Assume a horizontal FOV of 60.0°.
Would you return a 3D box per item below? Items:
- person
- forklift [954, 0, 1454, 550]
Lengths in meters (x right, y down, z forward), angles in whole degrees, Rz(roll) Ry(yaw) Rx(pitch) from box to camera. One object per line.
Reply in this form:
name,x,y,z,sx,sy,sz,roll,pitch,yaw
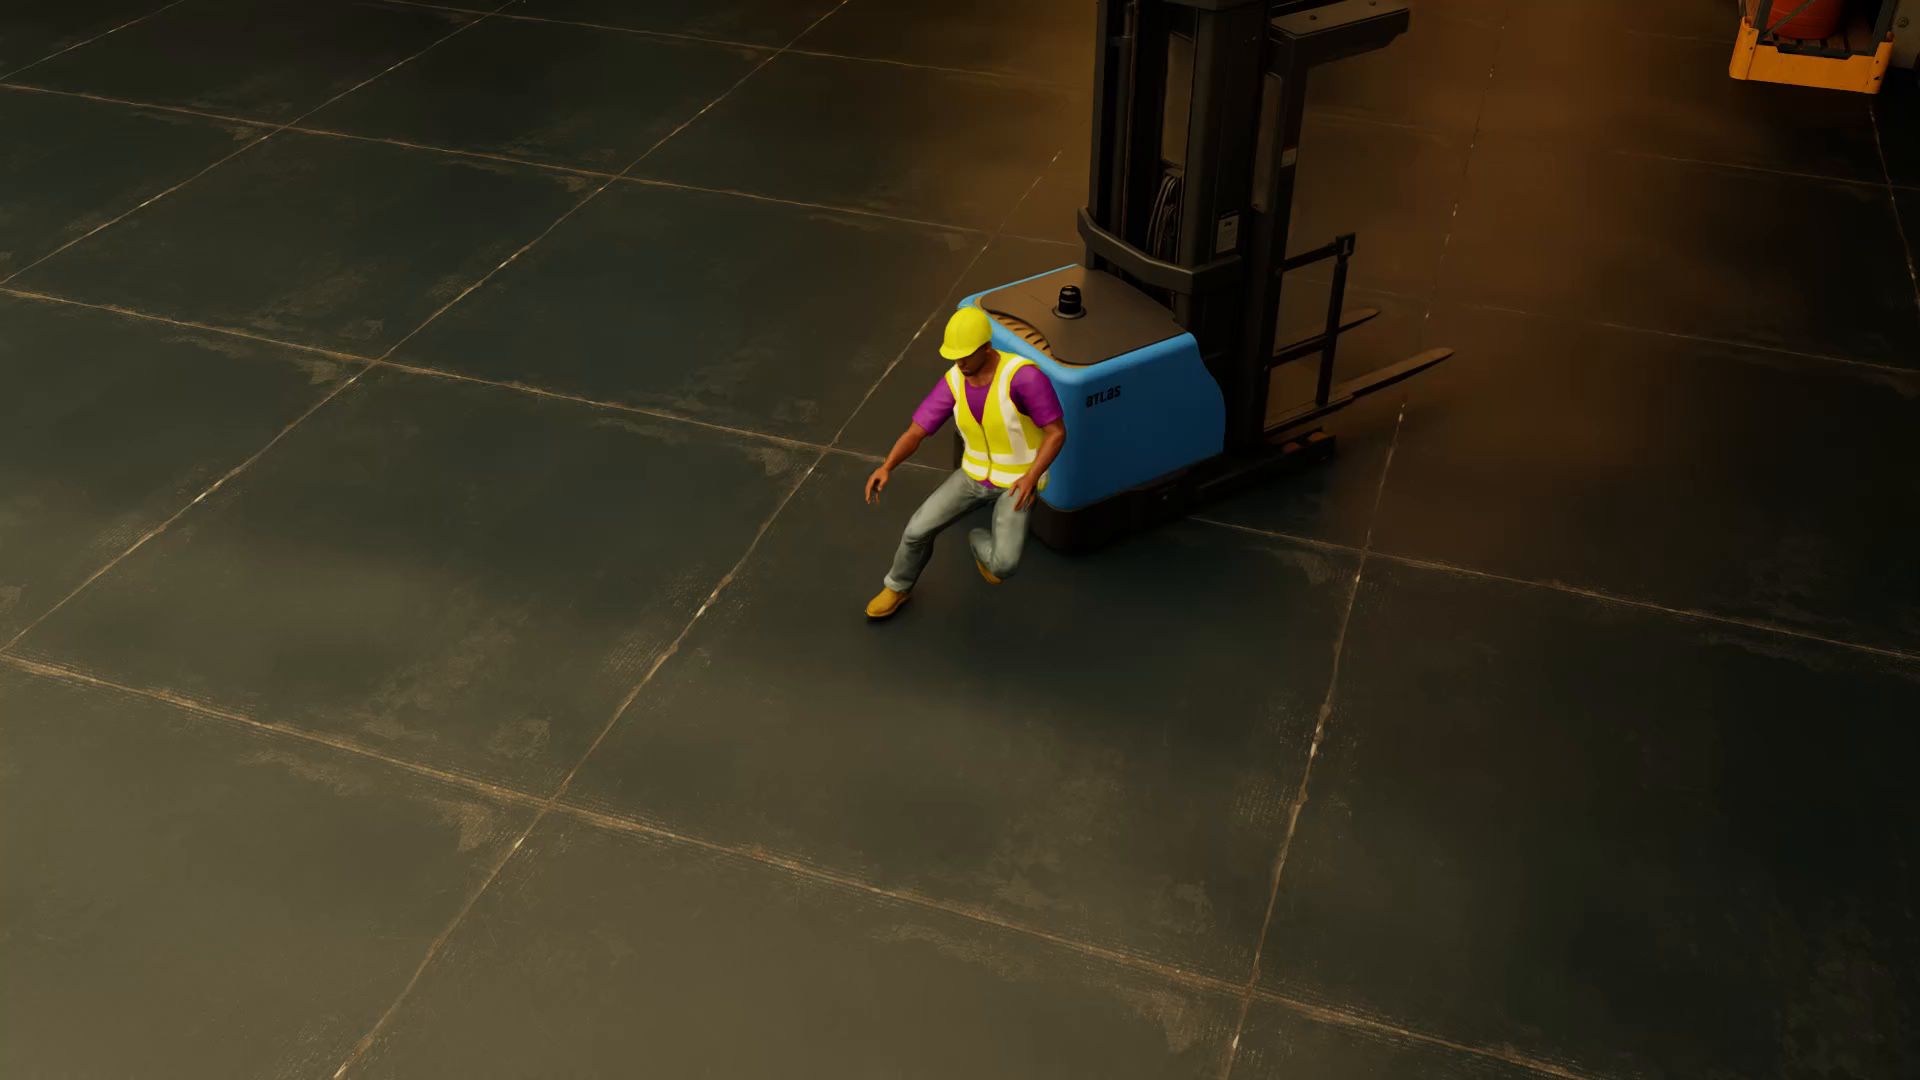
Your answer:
person,0.002,-0.262,7.655,0.825,1.586,0.794,20,40,26
forklift,1.477,-1.799,8.649,3.031,2.935,1.130,-21,40,-27
